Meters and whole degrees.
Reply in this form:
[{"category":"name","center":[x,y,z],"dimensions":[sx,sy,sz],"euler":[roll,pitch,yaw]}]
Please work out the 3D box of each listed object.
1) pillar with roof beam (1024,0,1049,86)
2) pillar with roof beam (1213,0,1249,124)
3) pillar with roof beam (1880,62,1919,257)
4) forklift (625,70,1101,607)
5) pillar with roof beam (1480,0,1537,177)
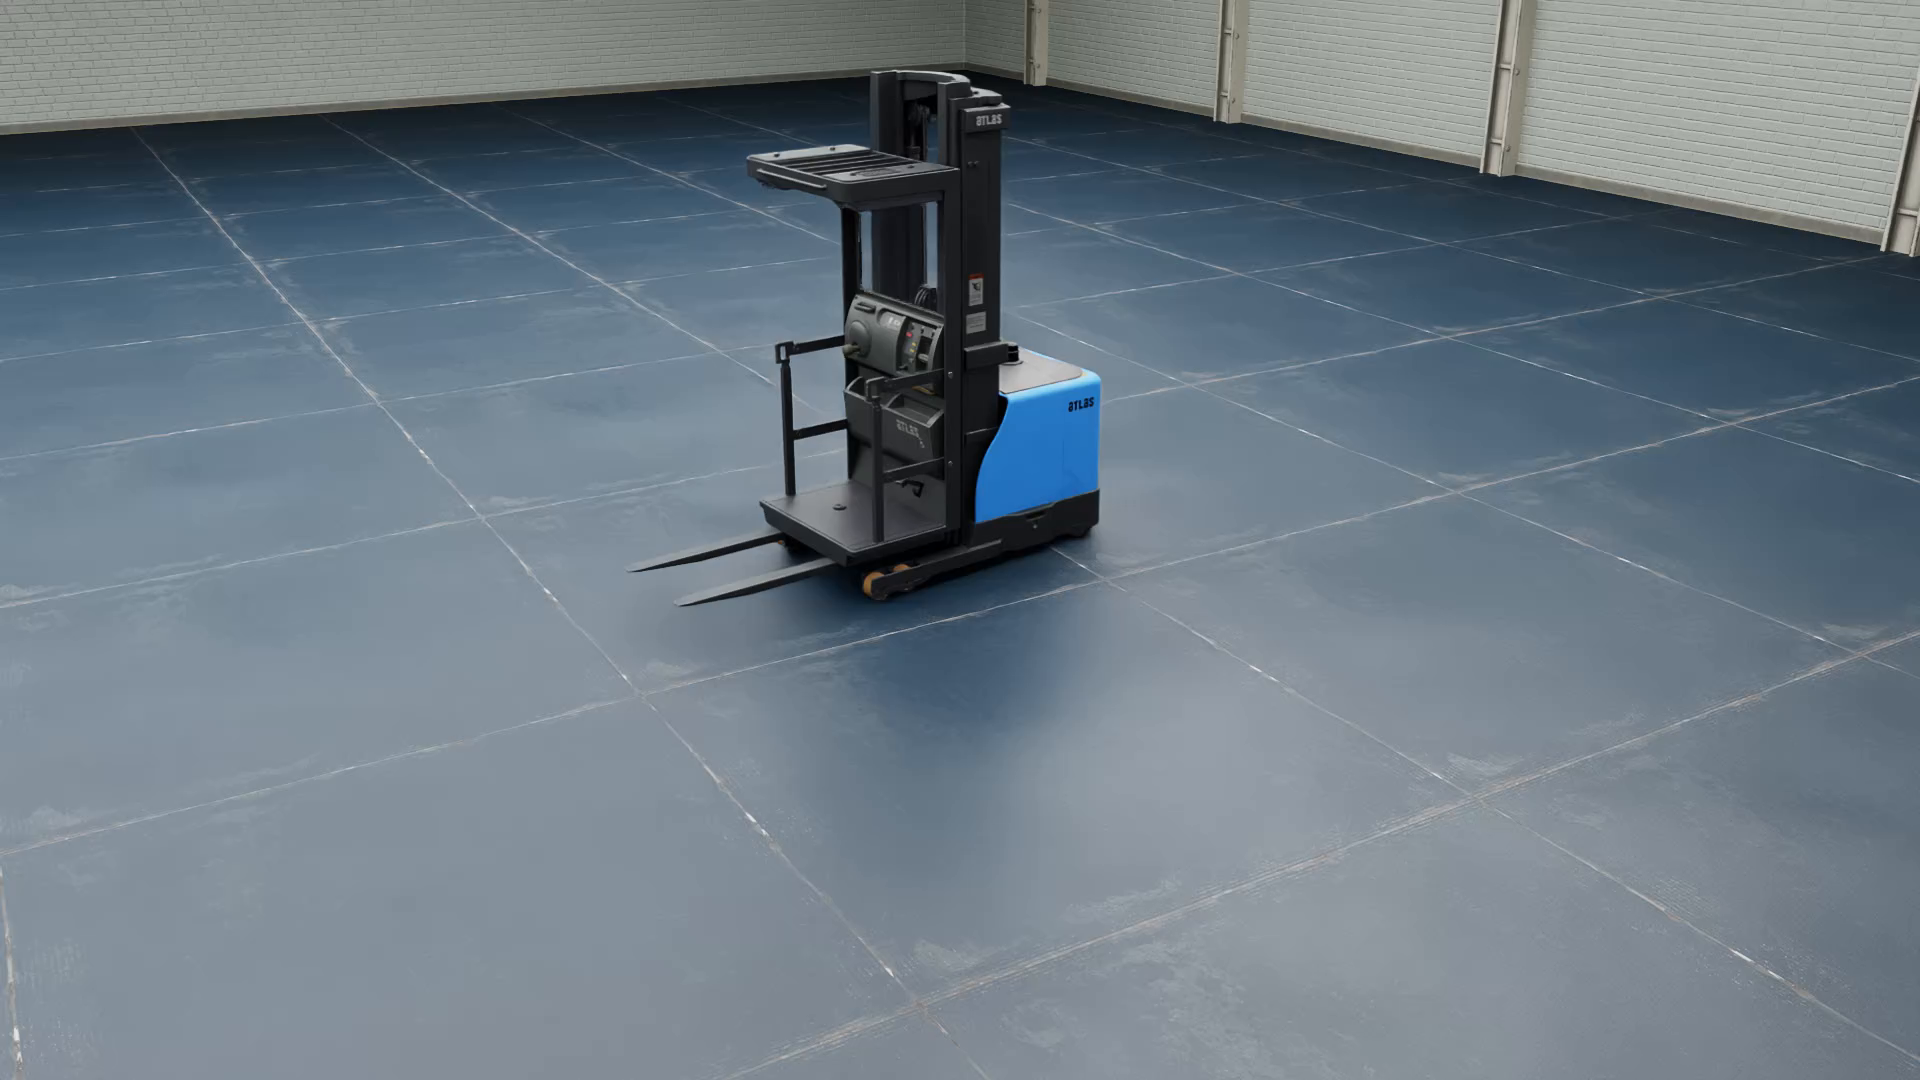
[{"category":"pillar with roof beam","center":[-2.197,-12.429,29.440],"dimensions":[9.100,9.000,0.400],"euler":[-13,25,-28]},{"category":"pillar with roof beam","center":[0.868,-10.487,24.661],"dimensions":[9.100,9.000,0.400],"euler":[-13,25,-28]},{"category":"pillar with roof beam","center":[6.998,-6.602,15.104],"dimensions":[9.100,9.000,0.400],"euler":[-13,25,-28]},{"category":"forklift","center":[-0.568,-1.224,9.931],"dimensions":[3.031,2.935,1.130],"euler":[-16,27,-34]},{"category":"pillar with roof beam","center":[3.933,-8.545,19.883],"dimensions":[9.100,9.000,0.400],"euler":[-13,25,-28]}]
